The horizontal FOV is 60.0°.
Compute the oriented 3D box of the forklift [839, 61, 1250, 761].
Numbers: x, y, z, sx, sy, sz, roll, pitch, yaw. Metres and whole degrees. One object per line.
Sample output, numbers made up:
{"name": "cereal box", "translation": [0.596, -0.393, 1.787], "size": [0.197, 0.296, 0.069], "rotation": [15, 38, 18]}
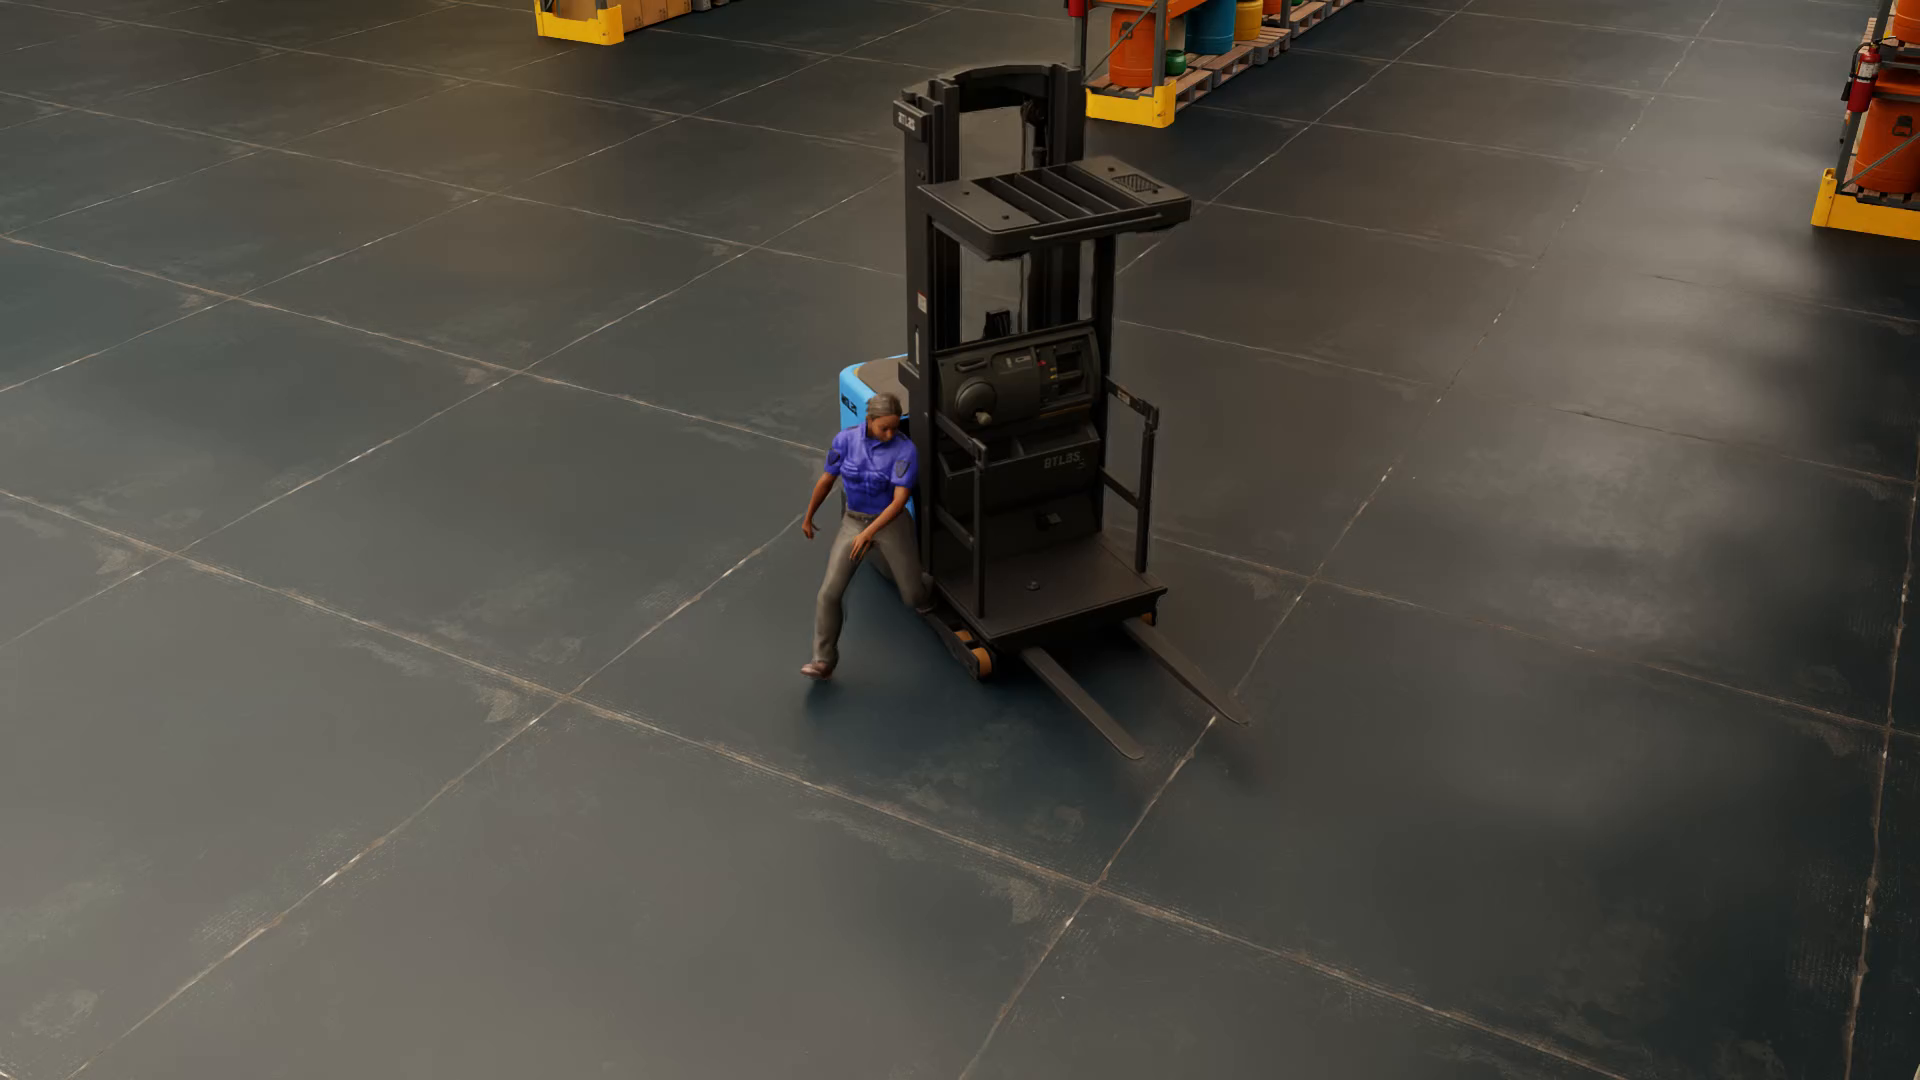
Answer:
{"name": "forklift", "translation": [0.413, -0.795, 8.448], "size": [1.130, 2.935, 3.031], "rotation": [-15, 33, -24]}

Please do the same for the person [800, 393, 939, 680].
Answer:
{"name": "person", "translation": [-0.509, -0.036, 8.569], "size": [0.688, 1.530, 0.937], "rotation": [6, 30, 10]}
